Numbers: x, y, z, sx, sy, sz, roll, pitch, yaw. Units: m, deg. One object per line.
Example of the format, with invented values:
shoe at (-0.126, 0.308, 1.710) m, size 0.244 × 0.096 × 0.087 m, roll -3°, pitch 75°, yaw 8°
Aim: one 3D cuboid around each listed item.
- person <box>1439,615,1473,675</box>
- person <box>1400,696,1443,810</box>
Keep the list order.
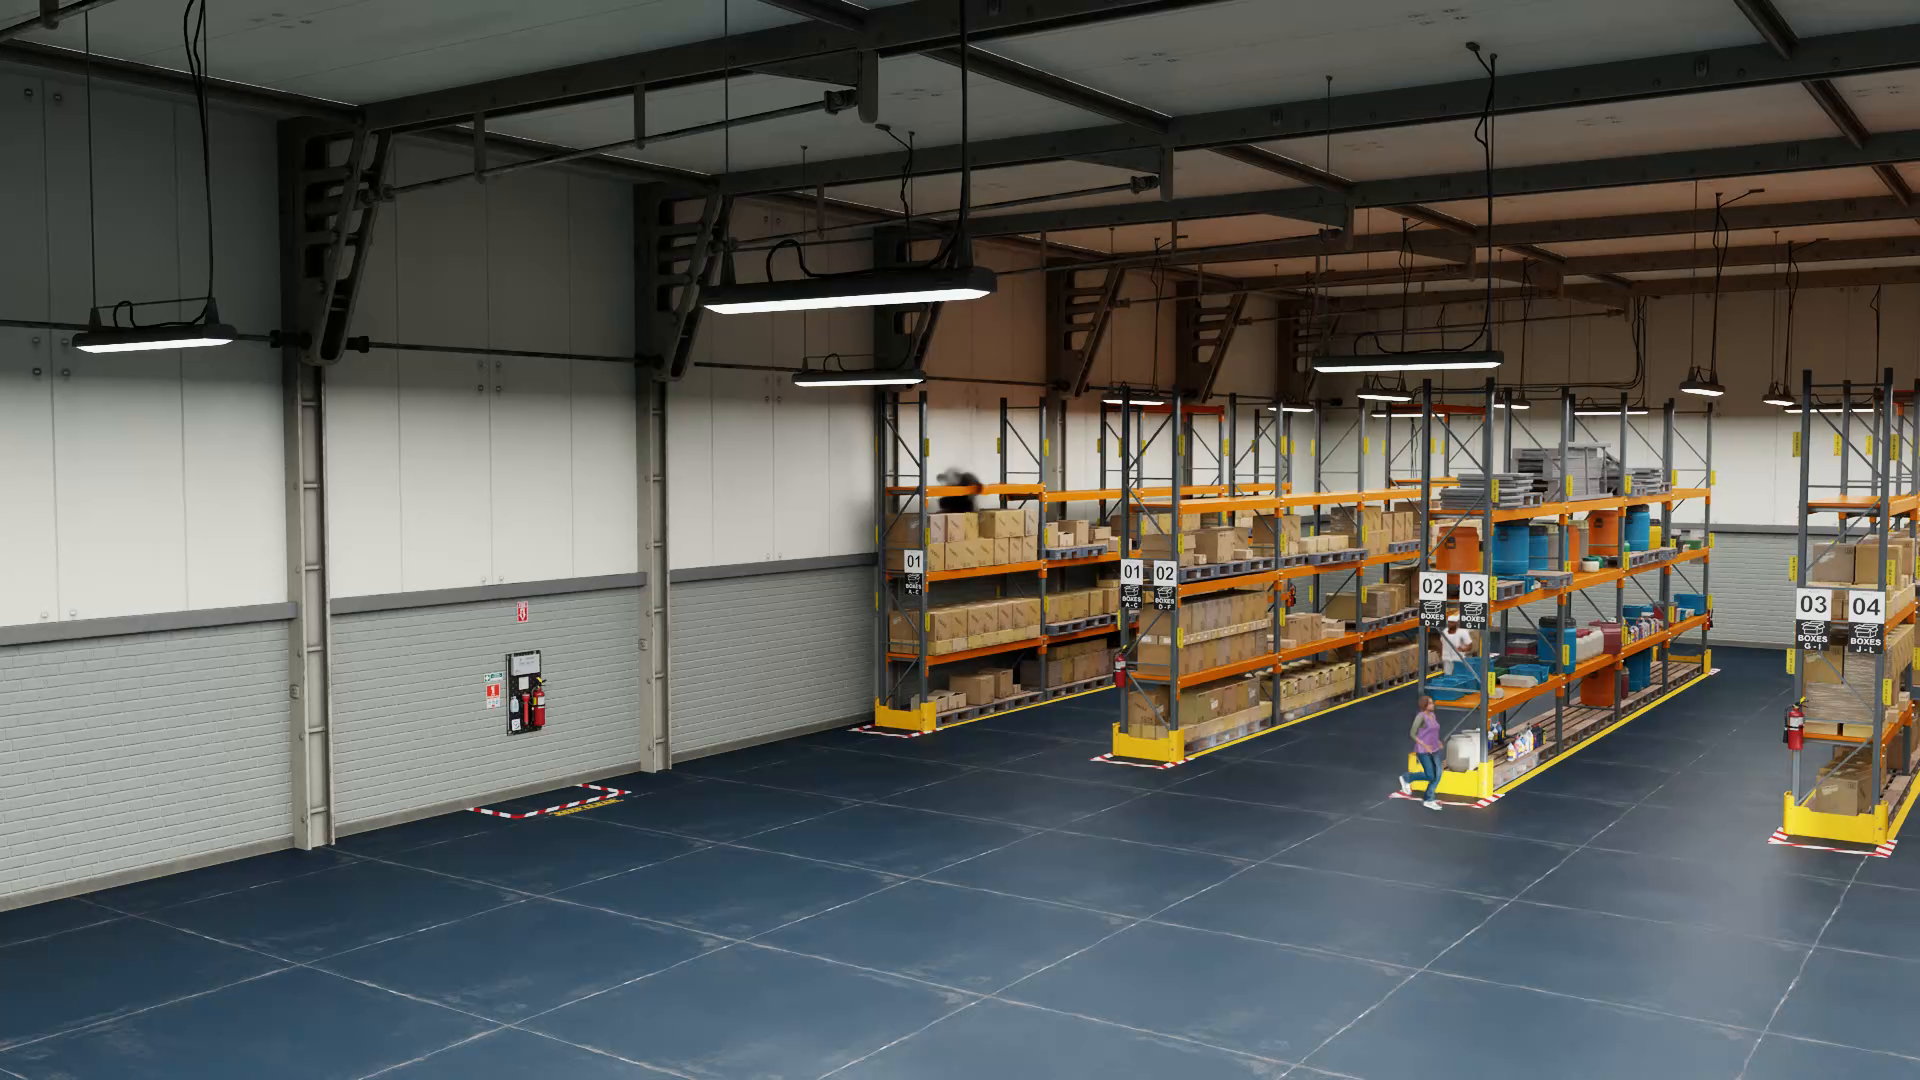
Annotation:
person at (9.559, 2.339, 32.144) m, size 0.685 × 1.774 × 0.900 m, roll 2°, pitch 4°, yaw 33°
person at (6.461, 2.945, 23.194) m, size 0.529 × 1.568 × 0.628 m, roll -3°, pitch 4°, yaw -41°
